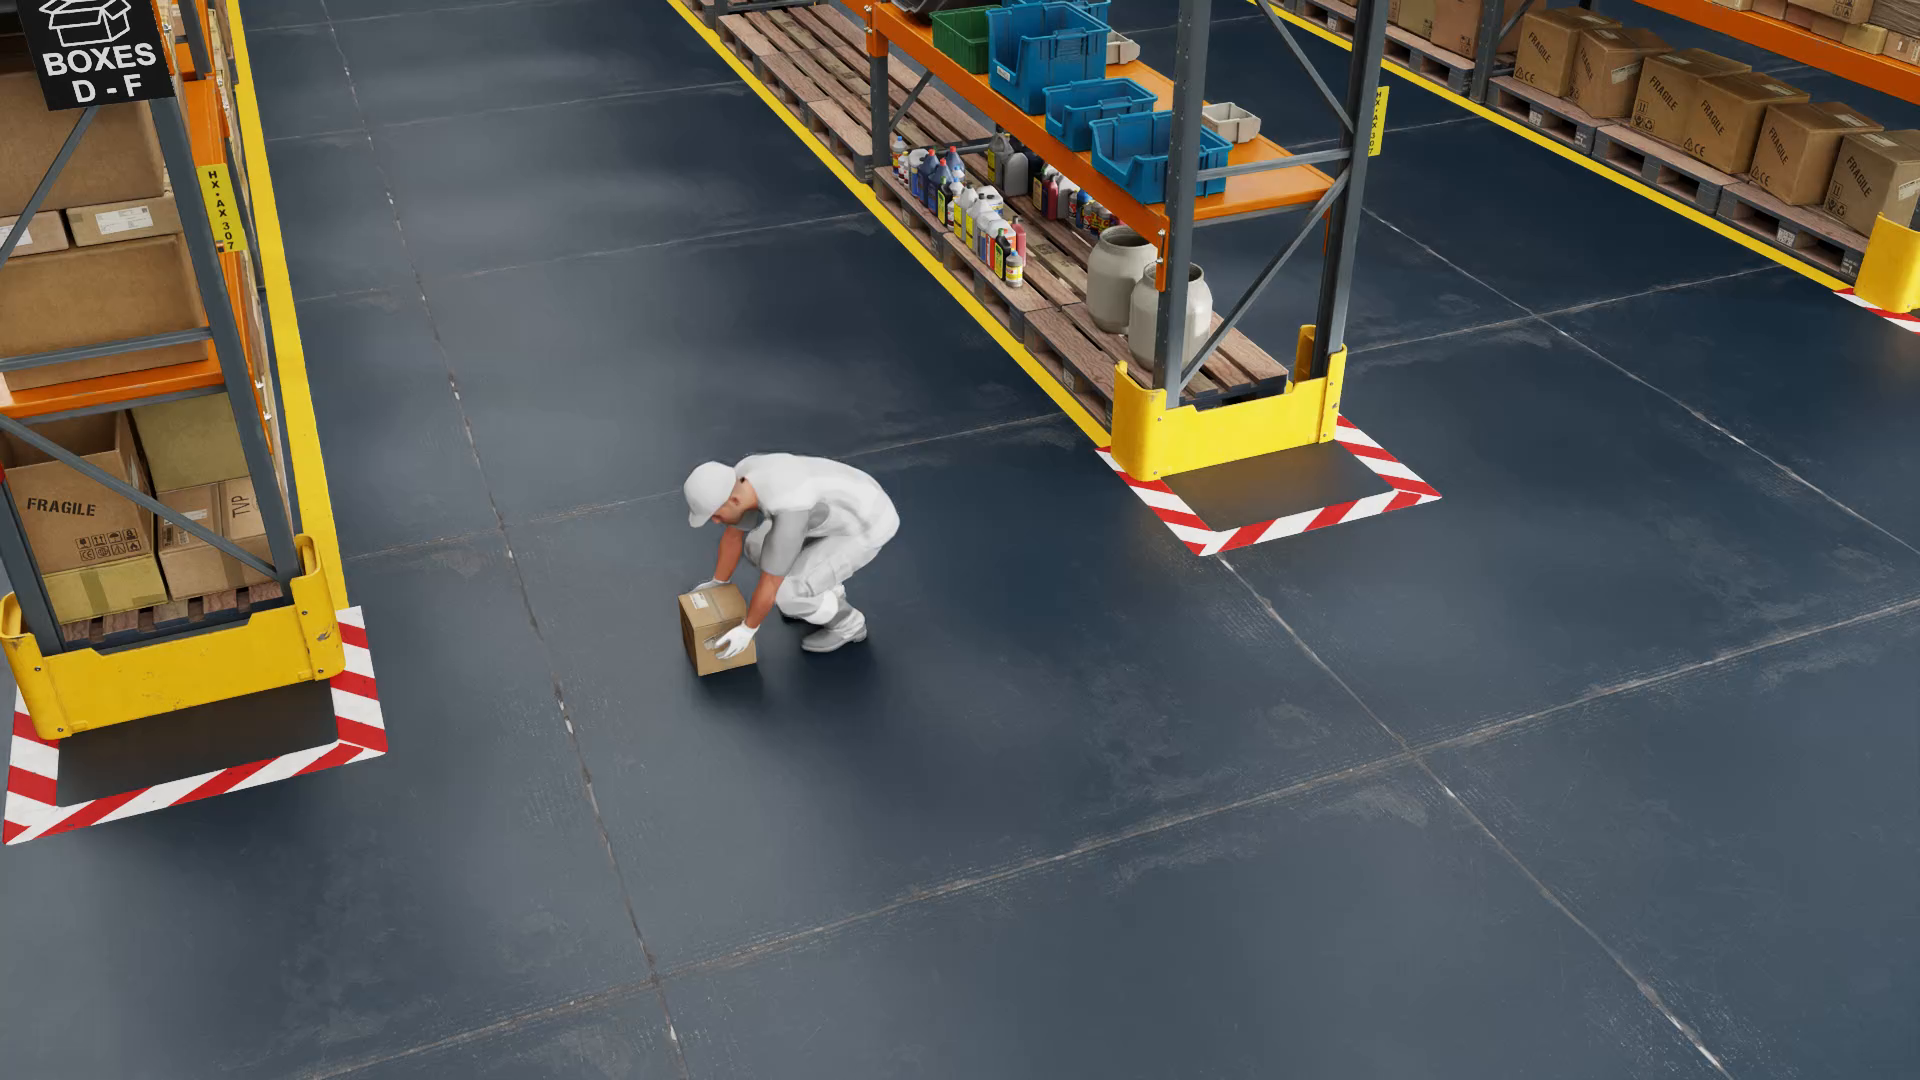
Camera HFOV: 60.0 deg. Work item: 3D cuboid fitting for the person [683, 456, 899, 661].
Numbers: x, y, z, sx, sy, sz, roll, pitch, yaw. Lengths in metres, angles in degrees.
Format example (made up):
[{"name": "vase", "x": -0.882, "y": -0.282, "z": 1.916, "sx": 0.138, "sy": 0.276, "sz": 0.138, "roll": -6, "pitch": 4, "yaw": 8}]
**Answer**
[{"name": "person", "x": -0.686, "y": 0.023, "z": 6.866, "sx": 0.884, "sy": 0.937, "sz": 0.574, "roll": -13, "pitch": 35, "yaw": -19}]
